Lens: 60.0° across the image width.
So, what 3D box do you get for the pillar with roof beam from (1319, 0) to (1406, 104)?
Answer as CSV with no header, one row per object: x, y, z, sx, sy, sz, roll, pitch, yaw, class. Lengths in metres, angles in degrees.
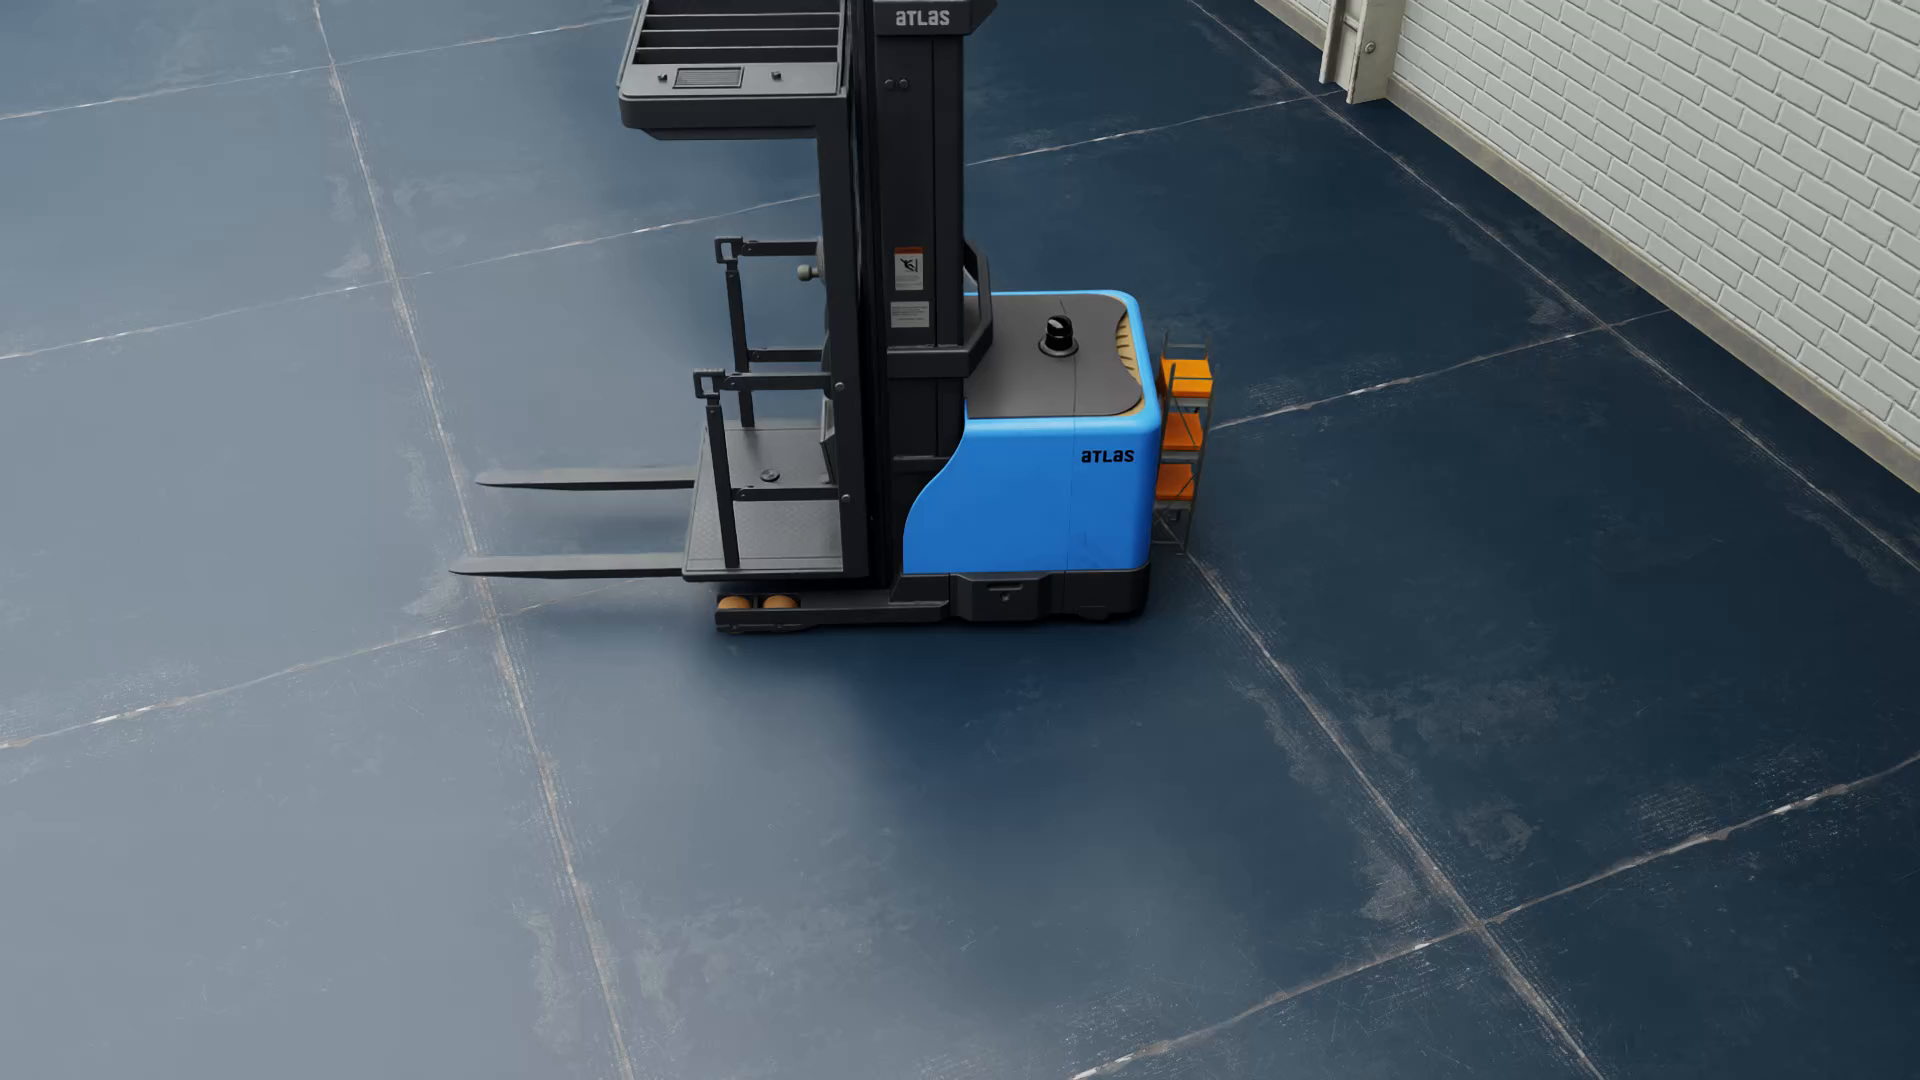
-1.323,-5.384,7.028,9.100,9.000,0.400,-15,43,-17,pillar with roof beam

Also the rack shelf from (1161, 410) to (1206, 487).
0.952,-0.403,7.341,0.215,0.259,0.240,1,41,-2,rack shelf

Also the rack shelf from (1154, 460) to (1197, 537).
0.940,-0.193,7.522,0.215,0.259,0.240,1,41,-2,rack shelf

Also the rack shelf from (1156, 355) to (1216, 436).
0.965,-0.618,7.157,0.215,0.259,0.240,1,41,-2,rack shelf

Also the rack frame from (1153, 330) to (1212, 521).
0.950,-0.491,7.427,0.200,1.050,0.008,1,41,-2,rack frame

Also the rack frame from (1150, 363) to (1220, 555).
0.955,-0.332,7.242,0.200,1.050,0.008,1,41,-2,rack frame

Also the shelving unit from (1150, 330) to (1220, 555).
0.952,-0.412,7.335,0.215,1.050,0.252,1,41,-2,shelving unit

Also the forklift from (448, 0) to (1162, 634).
-0.706,-1.057,6.650,3.031,2.935,1.130,-1,41,-1,forklift
